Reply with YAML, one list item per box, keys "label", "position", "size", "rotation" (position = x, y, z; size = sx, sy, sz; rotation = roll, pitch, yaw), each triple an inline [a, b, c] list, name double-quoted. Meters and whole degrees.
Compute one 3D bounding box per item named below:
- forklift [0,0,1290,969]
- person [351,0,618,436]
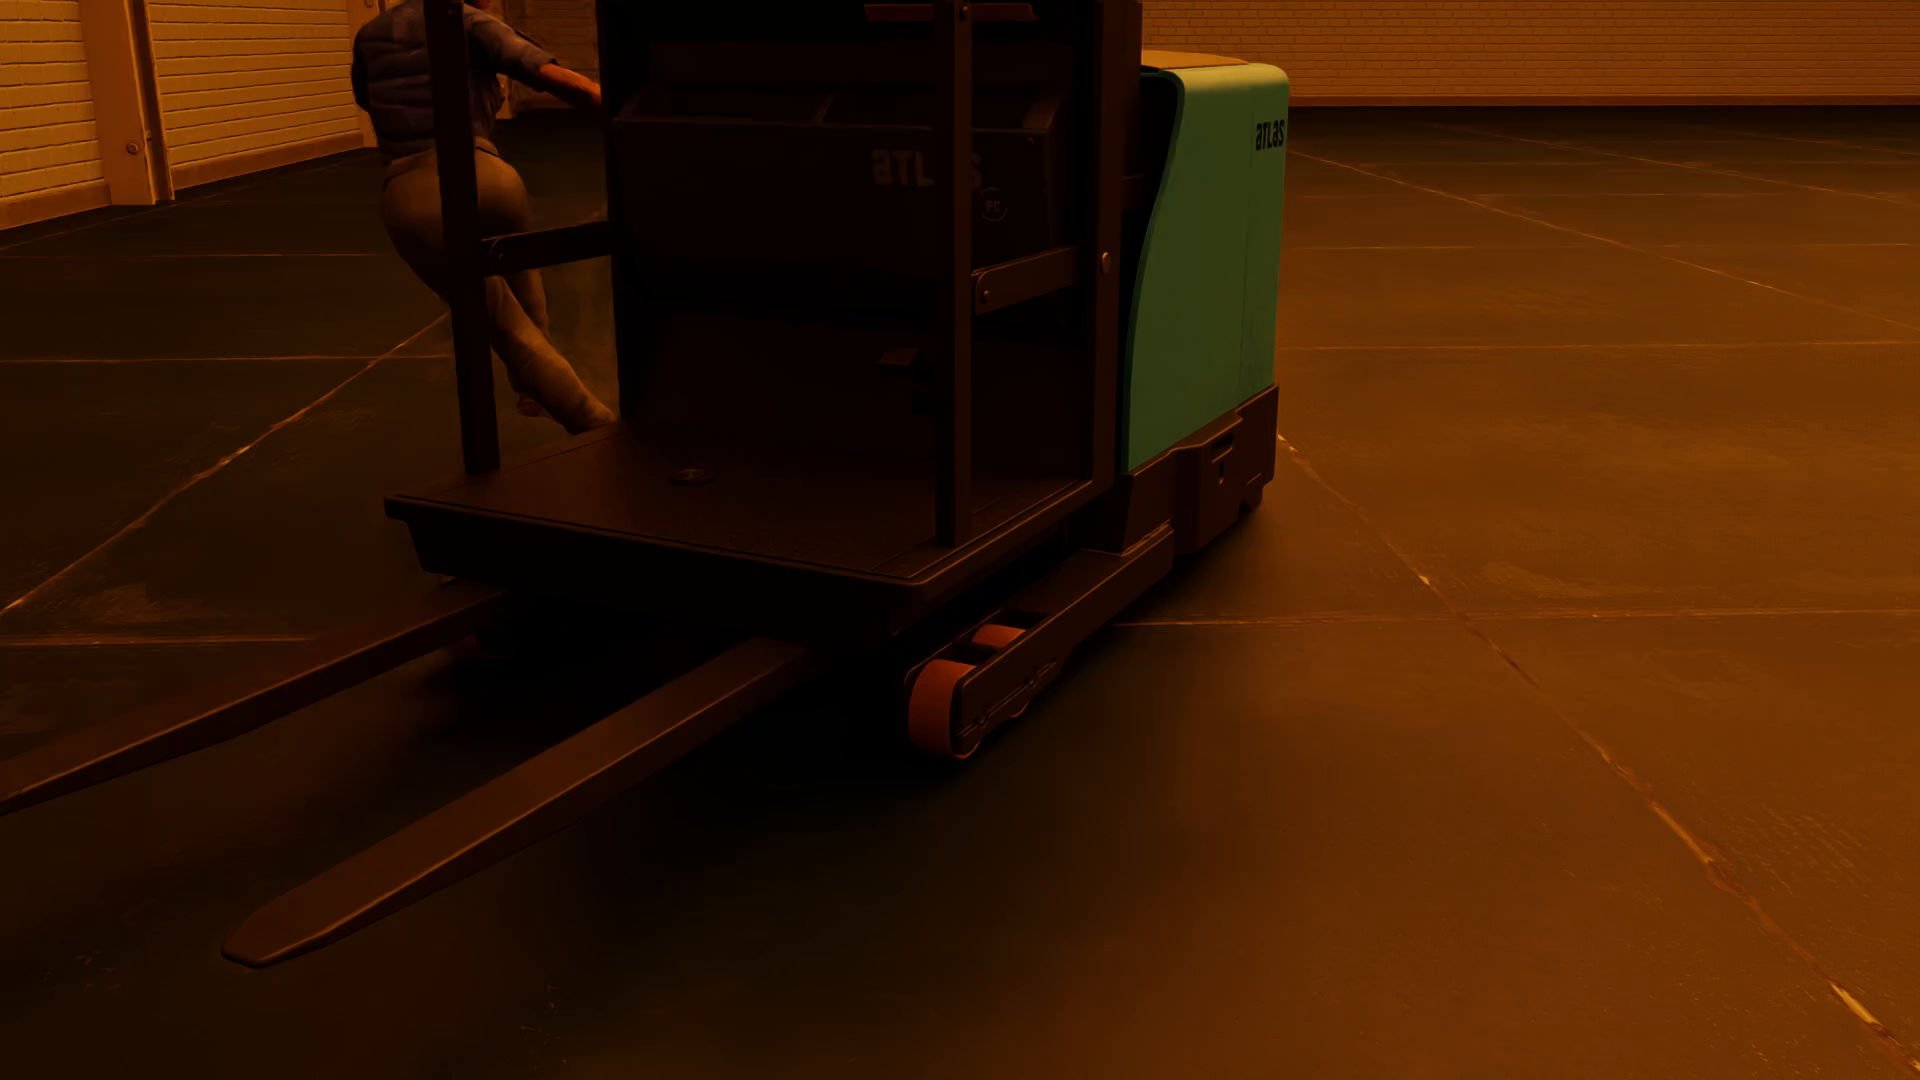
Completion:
- label: "forklift"
  position: [-0.330, -1.187, 2.788]
  size: [1.130, 2.935, 3.031]
  rotation: [9, 19, 26]
- label: "person"
  position: [-1.197, -0.920, 4.496]
  size: [0.909, 1.418, 0.858]
  rotation: [-1, 17, -3]
